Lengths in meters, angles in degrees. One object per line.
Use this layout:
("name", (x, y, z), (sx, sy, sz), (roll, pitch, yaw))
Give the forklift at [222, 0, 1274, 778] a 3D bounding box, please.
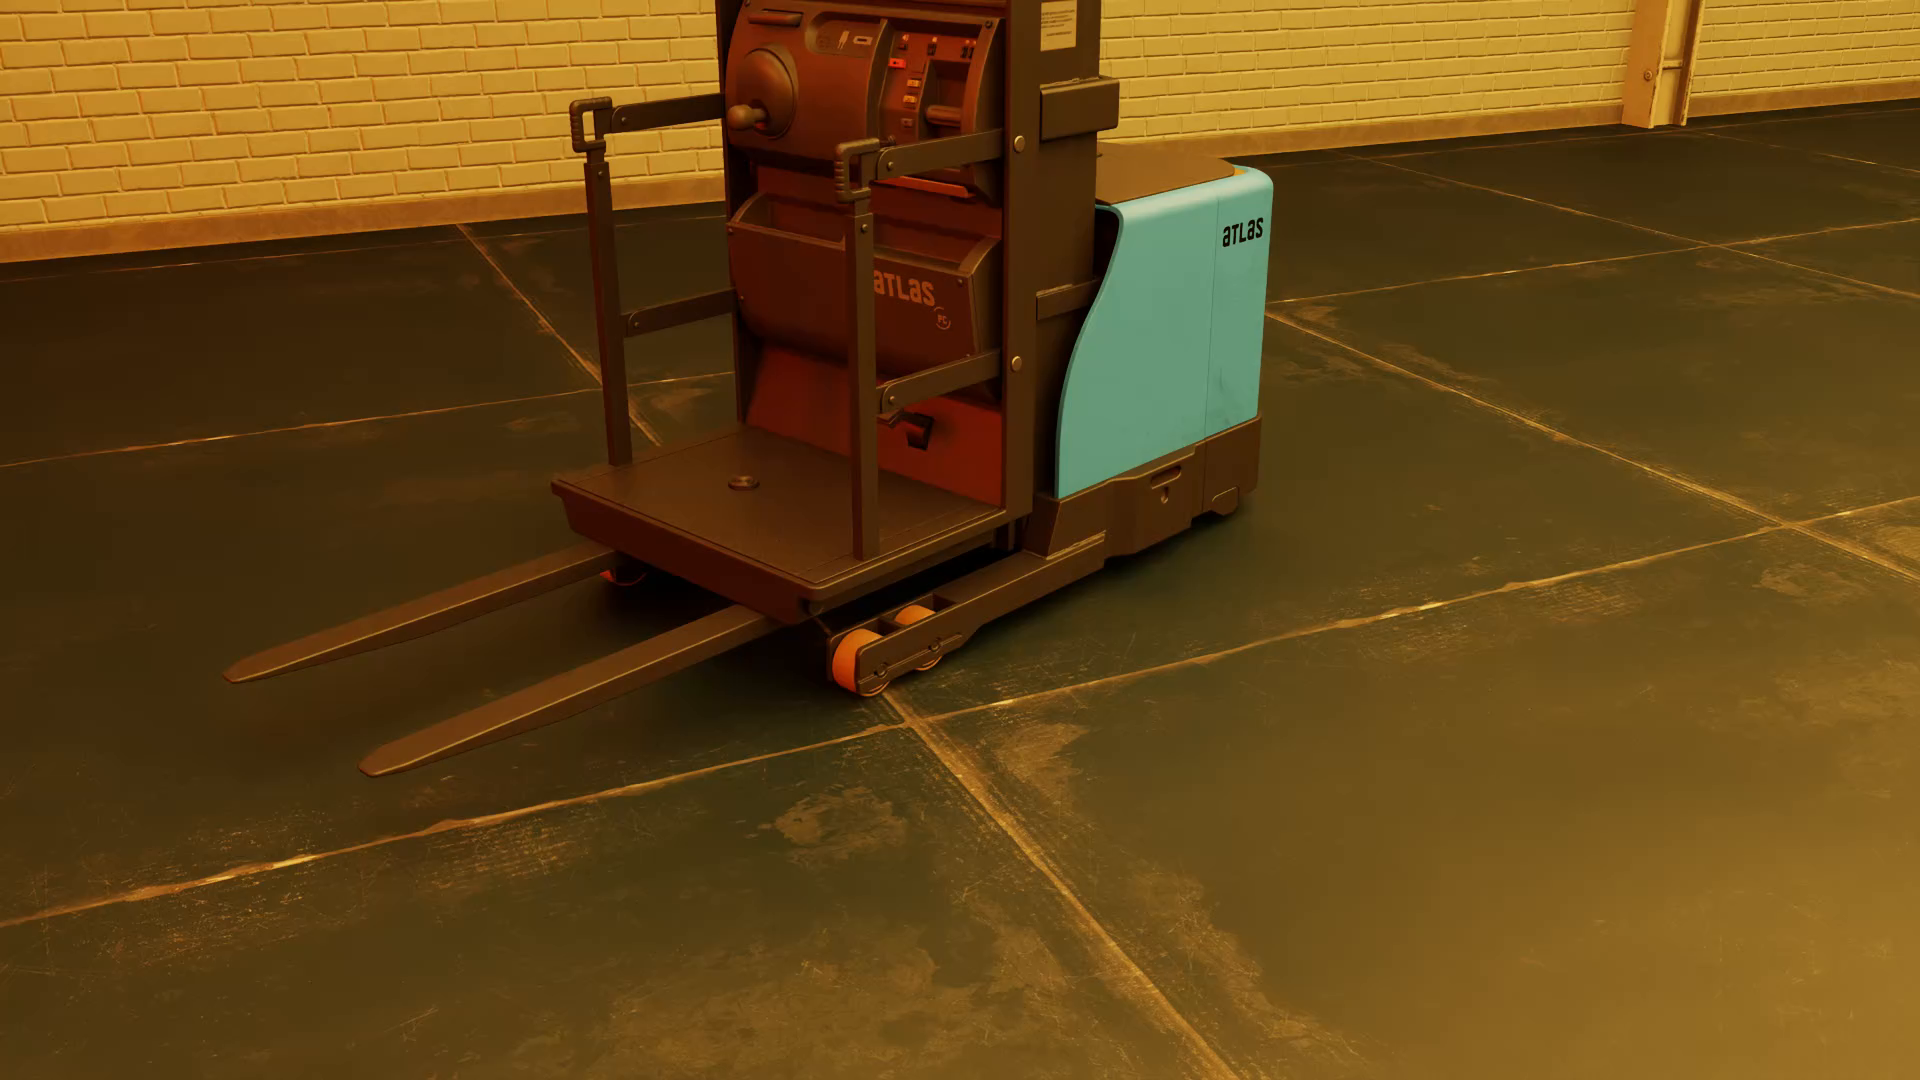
("forklift", (-0.413, -1.182, 4.131), (1.130, 2.935, 3.031), (19, 29, 39))
